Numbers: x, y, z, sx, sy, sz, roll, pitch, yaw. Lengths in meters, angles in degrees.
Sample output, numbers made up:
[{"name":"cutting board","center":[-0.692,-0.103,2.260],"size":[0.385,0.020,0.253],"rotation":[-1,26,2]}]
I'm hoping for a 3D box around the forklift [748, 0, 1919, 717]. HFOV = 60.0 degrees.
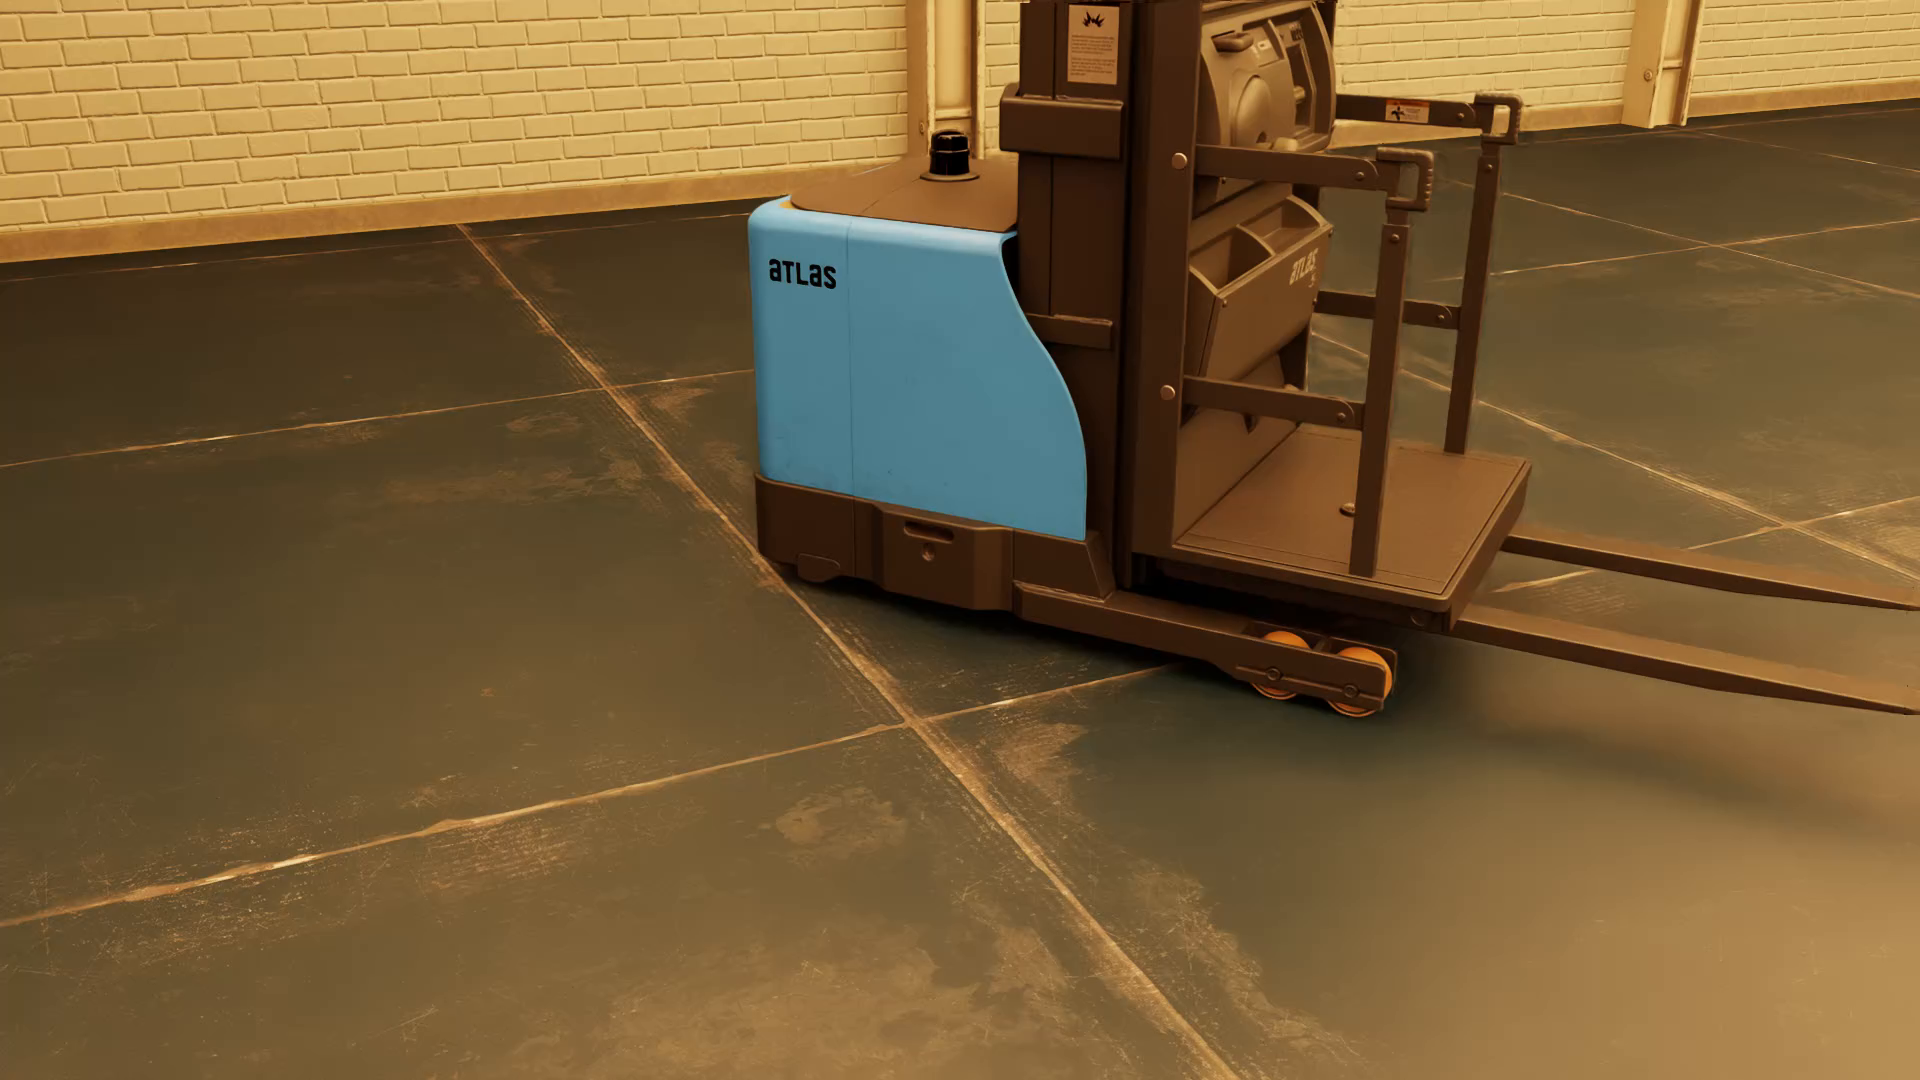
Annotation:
[{"name":"forklift","center":[0.957,-1.154,4.064],"size":[3.031,2.935,1.130],"rotation":[11,25,26]}]
